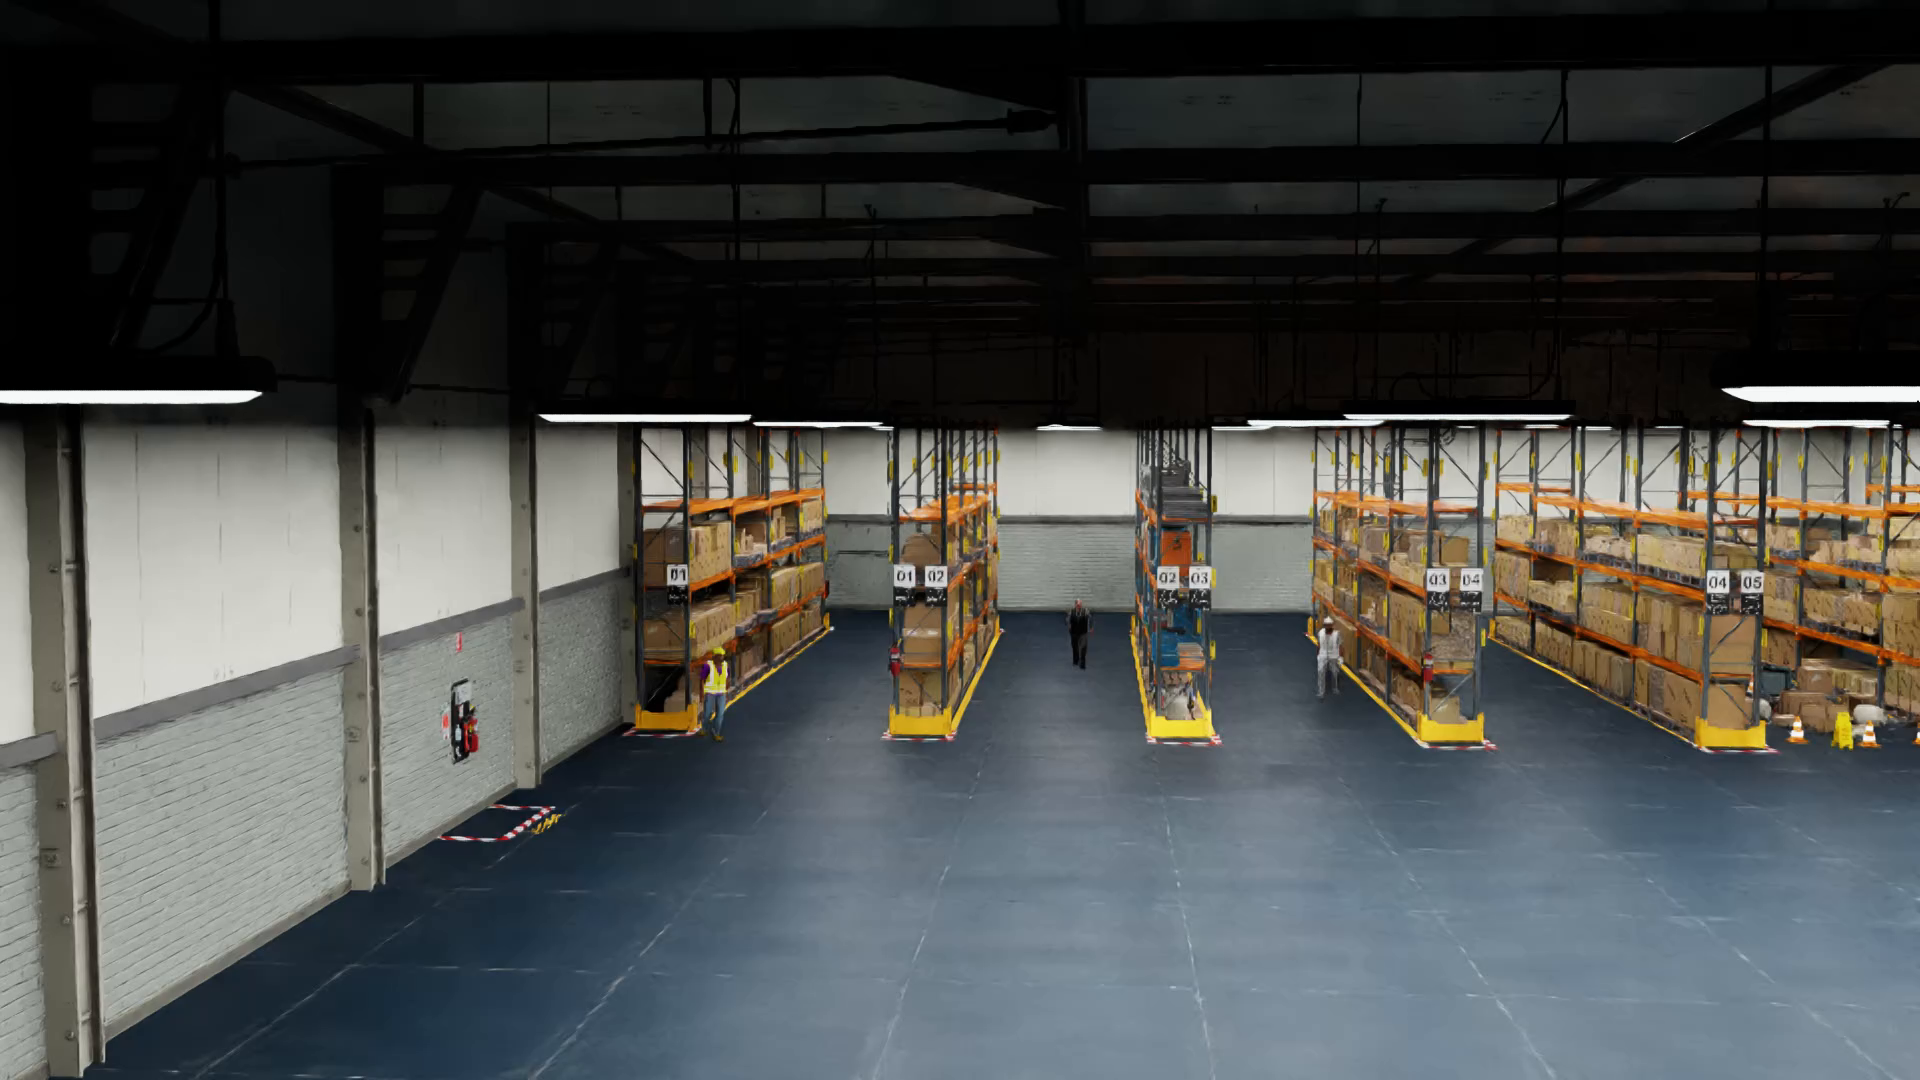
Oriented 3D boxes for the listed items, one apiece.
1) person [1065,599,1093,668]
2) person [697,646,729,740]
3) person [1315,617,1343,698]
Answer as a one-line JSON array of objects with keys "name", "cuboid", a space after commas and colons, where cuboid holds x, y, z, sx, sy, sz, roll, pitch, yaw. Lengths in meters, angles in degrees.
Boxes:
[{"name": "person", "cuboid": [2.888, 2.253, 40.445, 0.680, 1.658, 0.866, 1, 4, 10]}, {"name": "person", "cuboid": [-4.579, 2.835, 30.903, 0.609, 1.750, 0.578, -2, 4, -31]}, {"name": "person", "cuboid": [7.960, 2.517, 35.810, 0.591, 1.746, 0.951, 1, 4, 20]}]
